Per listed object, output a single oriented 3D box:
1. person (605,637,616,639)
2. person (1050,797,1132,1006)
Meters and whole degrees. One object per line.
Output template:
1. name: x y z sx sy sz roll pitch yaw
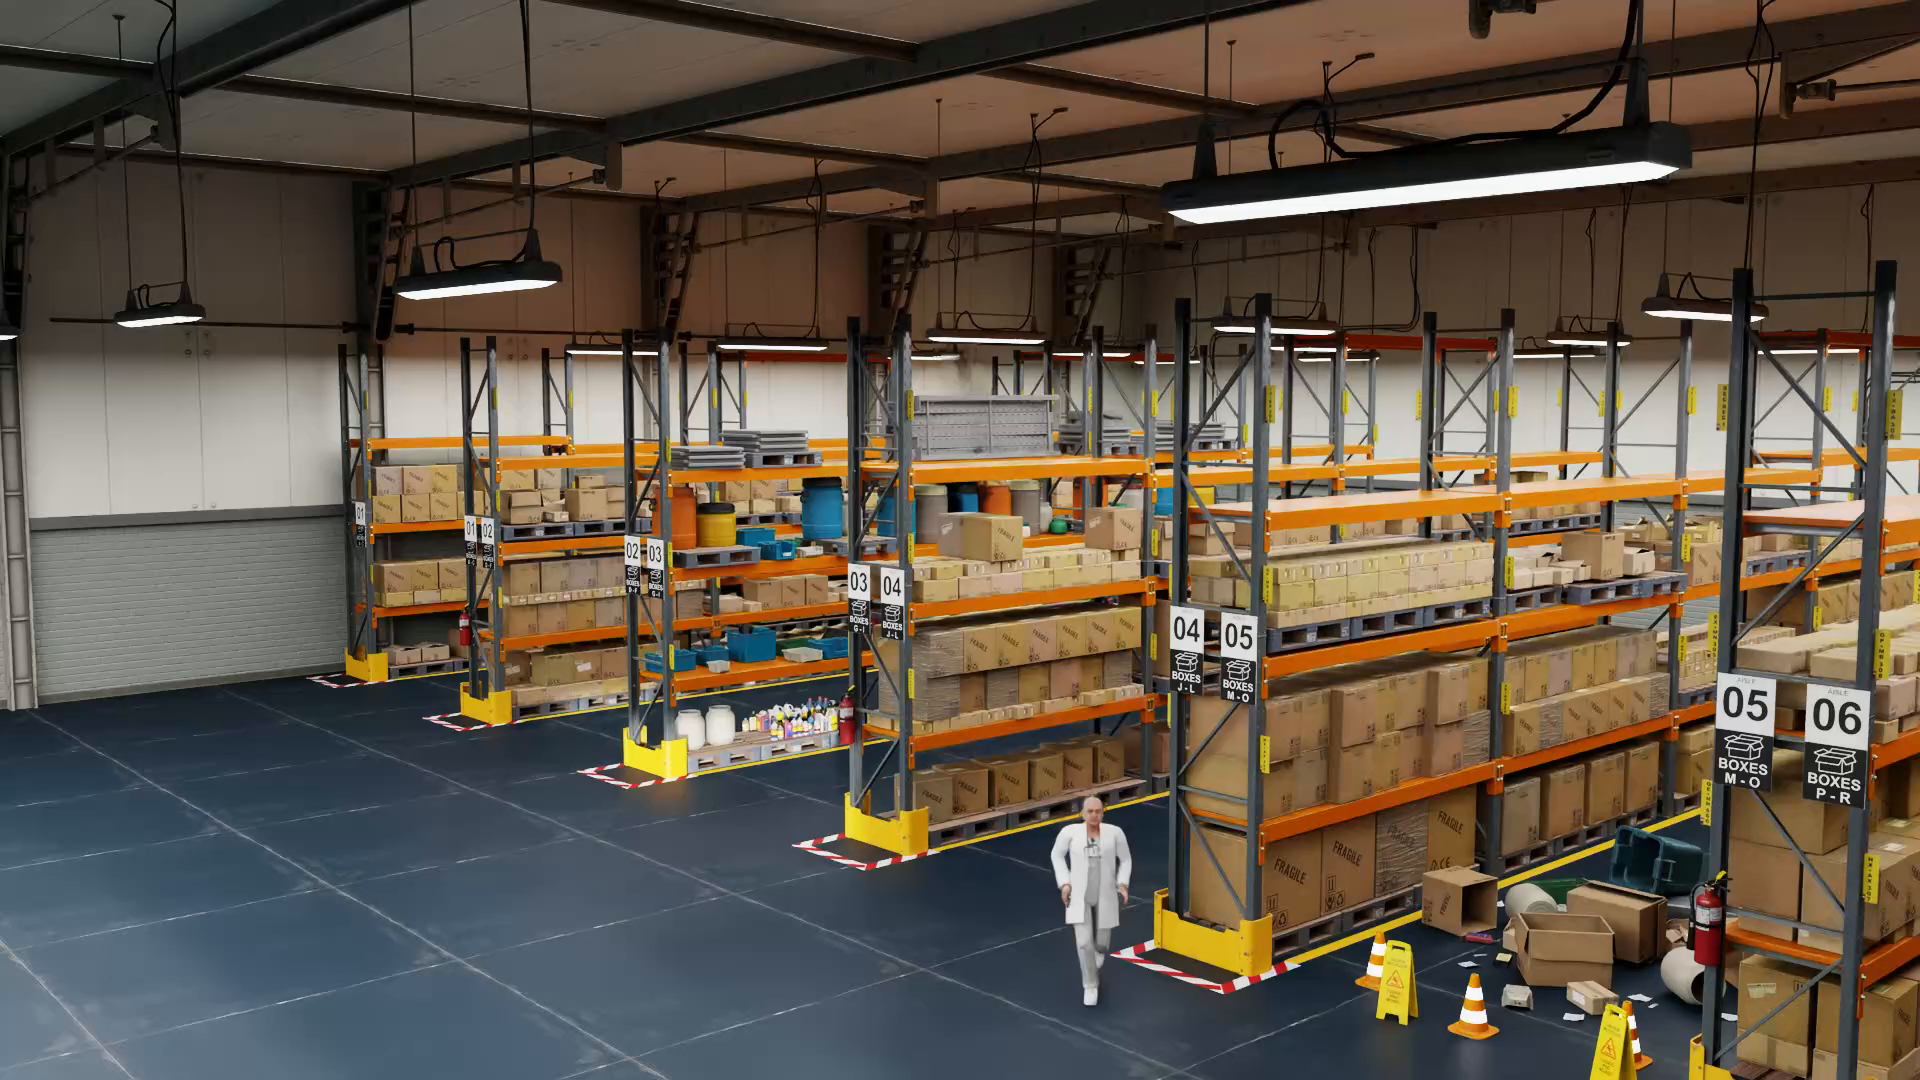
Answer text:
1. person: -6.172 1.624 29.585 0.735 1.844 0.631 -4 7 -41
2. person: 1.123 3.032 14.280 0.695 1.735 0.795 0 5 1
